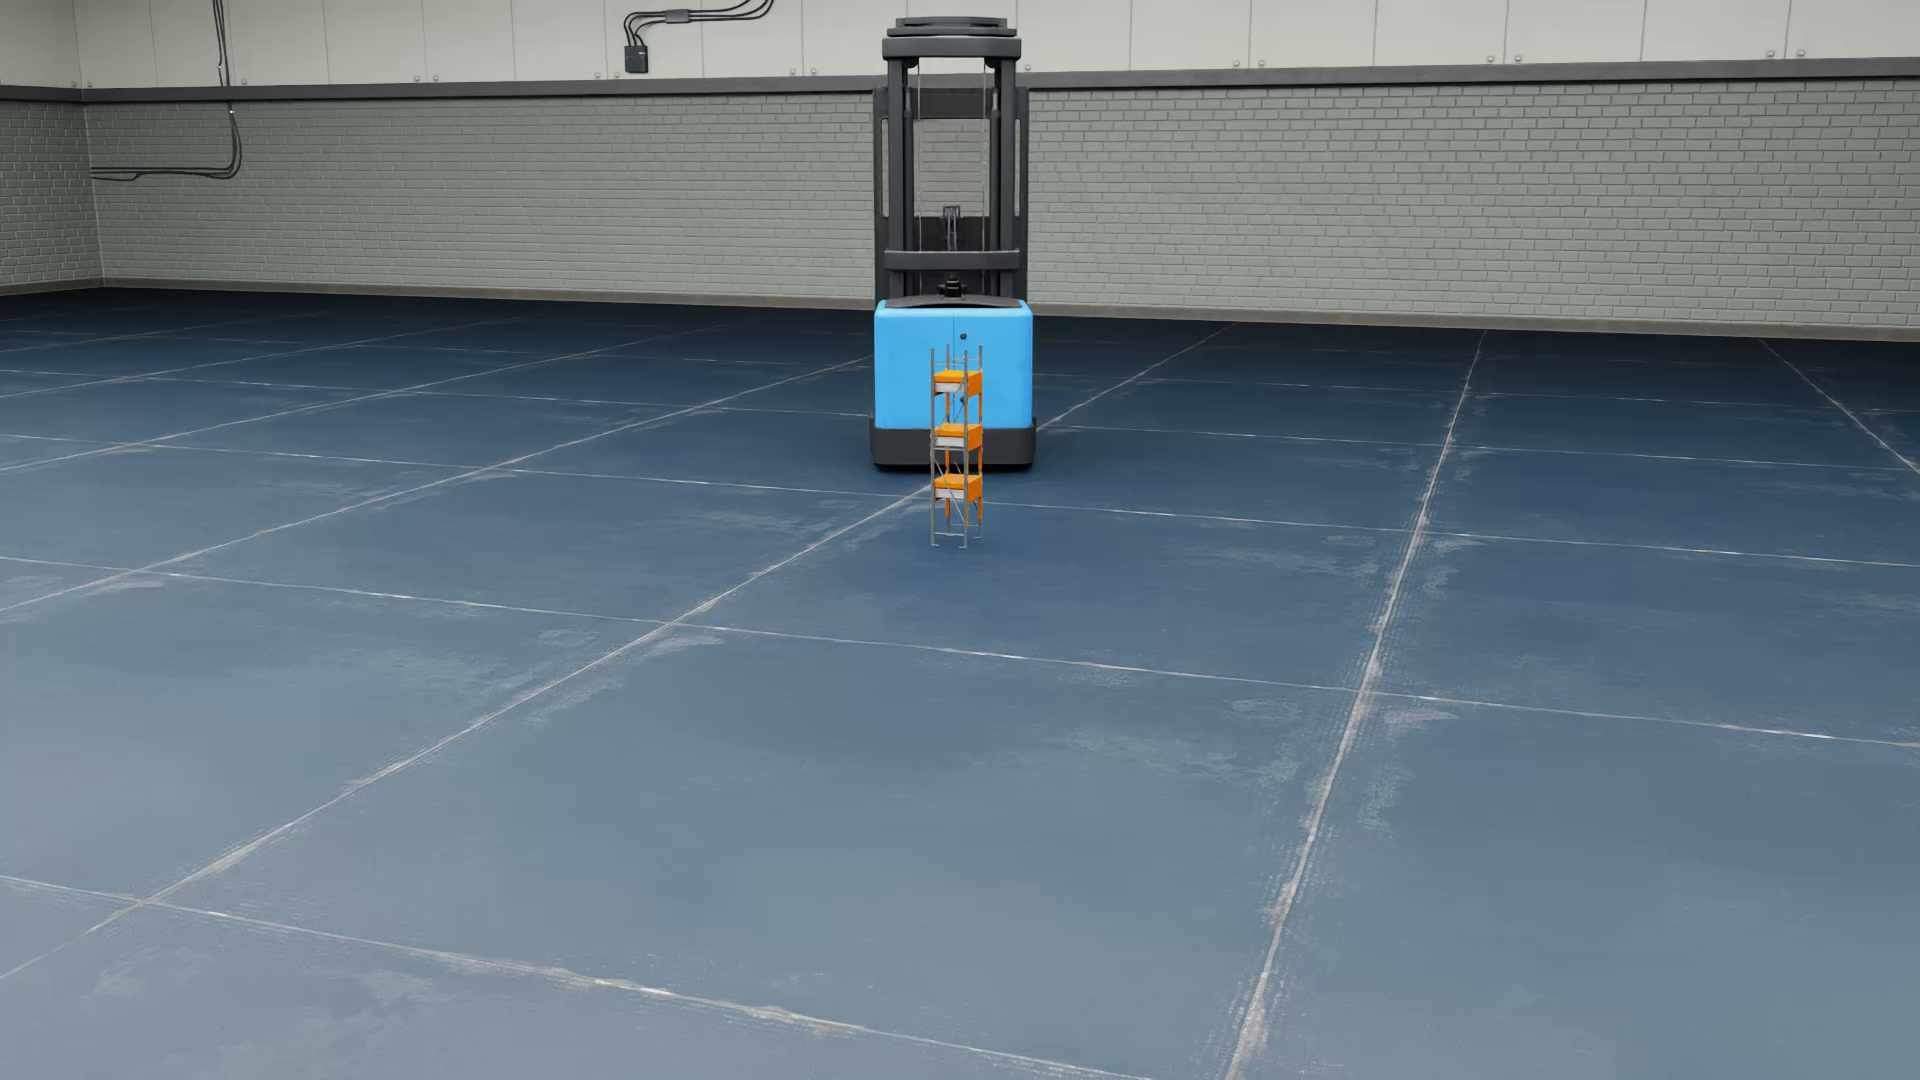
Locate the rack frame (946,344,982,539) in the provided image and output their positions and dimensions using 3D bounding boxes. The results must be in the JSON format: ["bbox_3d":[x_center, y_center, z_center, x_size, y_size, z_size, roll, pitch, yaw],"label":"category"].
[{"bbox_3d":[0.022,-0.526,8.934,0.200,1.050,0.008,4,14,18],"label":"rack frame"}]

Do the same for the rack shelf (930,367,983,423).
[{"bbox_3d":[-0.017,-0.767,8.761,0.215,0.259,0.240,4,14,18],"label":"rack shelf"}]

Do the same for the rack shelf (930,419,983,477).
[{"bbox_3d":[-0.017,-0.490,8.824,0.215,0.259,0.240,4,14,18],"label":"rack shelf"}]

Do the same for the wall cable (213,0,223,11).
[{"bbox_3d":[-9.971,-9.142,24.448,3.097,2.526,0.112,4,14,18],"label":"wall cable"}]

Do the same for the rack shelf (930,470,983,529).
[{"bbox_3d":[-0.017,-0.219,8.886,0.215,0.259,0.240,4,14,18],"label":"rack shelf"}]

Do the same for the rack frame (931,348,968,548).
[{"bbox_3d":[-0.057,-0.475,8.709,0.200,1.050,0.008,4,14,18],"label":"rack frame"}]

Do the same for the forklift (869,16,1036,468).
[{"bbox_3d":[-0.068,-2.185,11.973,1.130,2.935,3.031,0,13,-1],"label":"forklift"}]

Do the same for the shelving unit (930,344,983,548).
[{"bbox_3d":[-0.017,-0.501,8.822,0.215,1.050,0.252,4,14,18],"label":"shelving unit"}]

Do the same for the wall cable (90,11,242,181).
[{"bbox_3d":[-12.531,-6.875,25.864,3.097,2.526,0.112,4,14,18],"label":"wall cable"}]

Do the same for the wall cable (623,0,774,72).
[{"bbox_3d":[-3.553,-9.360,22.131,2.305,6.003,0.169,4,14,18],"label":"wall cable"}]
